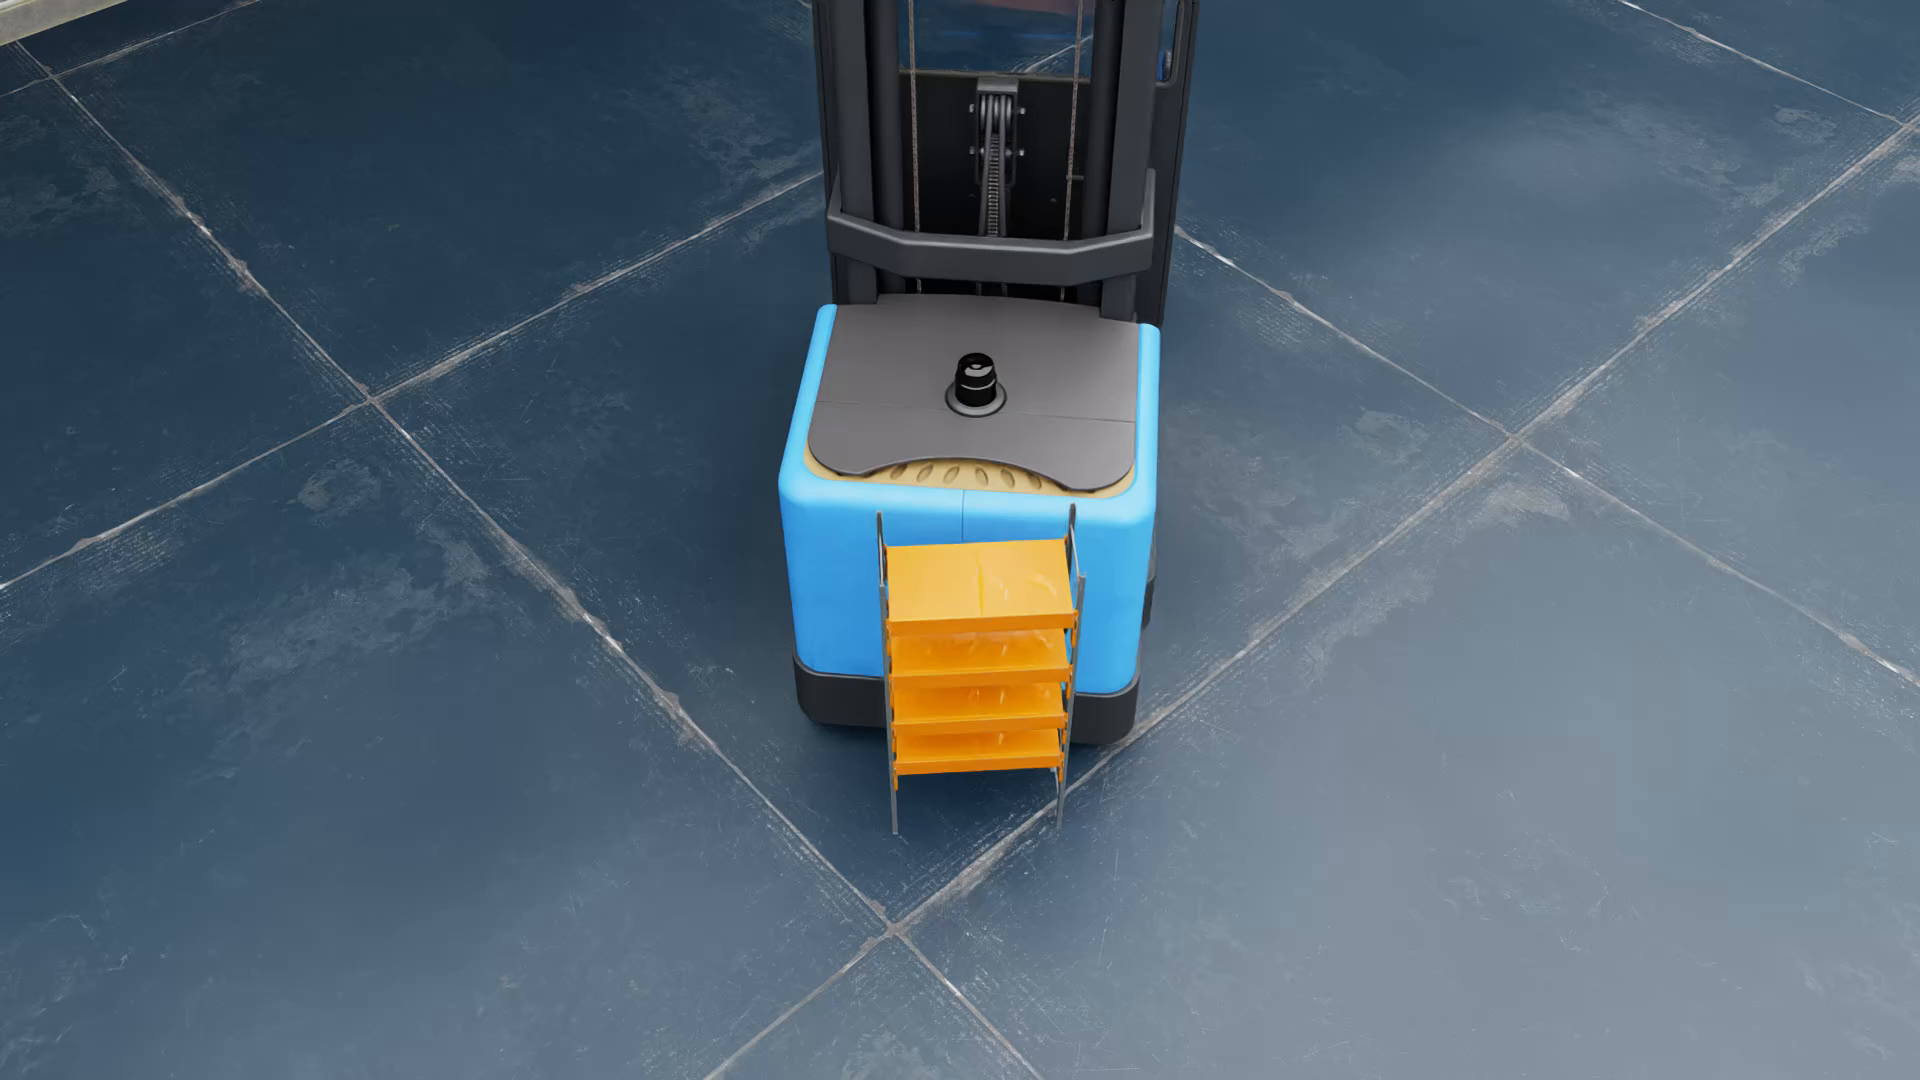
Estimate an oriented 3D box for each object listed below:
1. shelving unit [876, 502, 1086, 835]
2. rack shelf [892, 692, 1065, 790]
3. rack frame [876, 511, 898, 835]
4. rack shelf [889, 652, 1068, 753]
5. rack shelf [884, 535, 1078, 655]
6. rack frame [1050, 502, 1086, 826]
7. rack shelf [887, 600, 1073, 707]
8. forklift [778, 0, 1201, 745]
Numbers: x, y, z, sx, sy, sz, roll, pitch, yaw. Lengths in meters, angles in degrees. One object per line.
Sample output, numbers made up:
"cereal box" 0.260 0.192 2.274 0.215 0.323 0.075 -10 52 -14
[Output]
"shelving unit" 0.046 0.390 4.564 0.503 1.200 0.258 -3 51 -2
"rack shelf" 0.045 0.560 4.769 0.480 0.148 0.258 -3 51 -2
"rack frame" -0.198 0.402 4.554 0.015 1.200 0.240 -3 51 -2
"rack shelf" 0.046 0.433 4.616 0.480 0.148 0.258 -3 51 -2
"rack shelf" 0.047 0.140 4.261 0.480 0.148 0.258 -3 51 -2
"rack frame" 0.289 0.379 4.574 0.015 1.200 0.240 -3 51 -2
"rack shelf" 0.046 0.291 4.443 0.480 0.148 0.258 -3 51 -2
"forklift" 0.150 -1.457 5.100 1.130 2.935 3.031 4 47 4
